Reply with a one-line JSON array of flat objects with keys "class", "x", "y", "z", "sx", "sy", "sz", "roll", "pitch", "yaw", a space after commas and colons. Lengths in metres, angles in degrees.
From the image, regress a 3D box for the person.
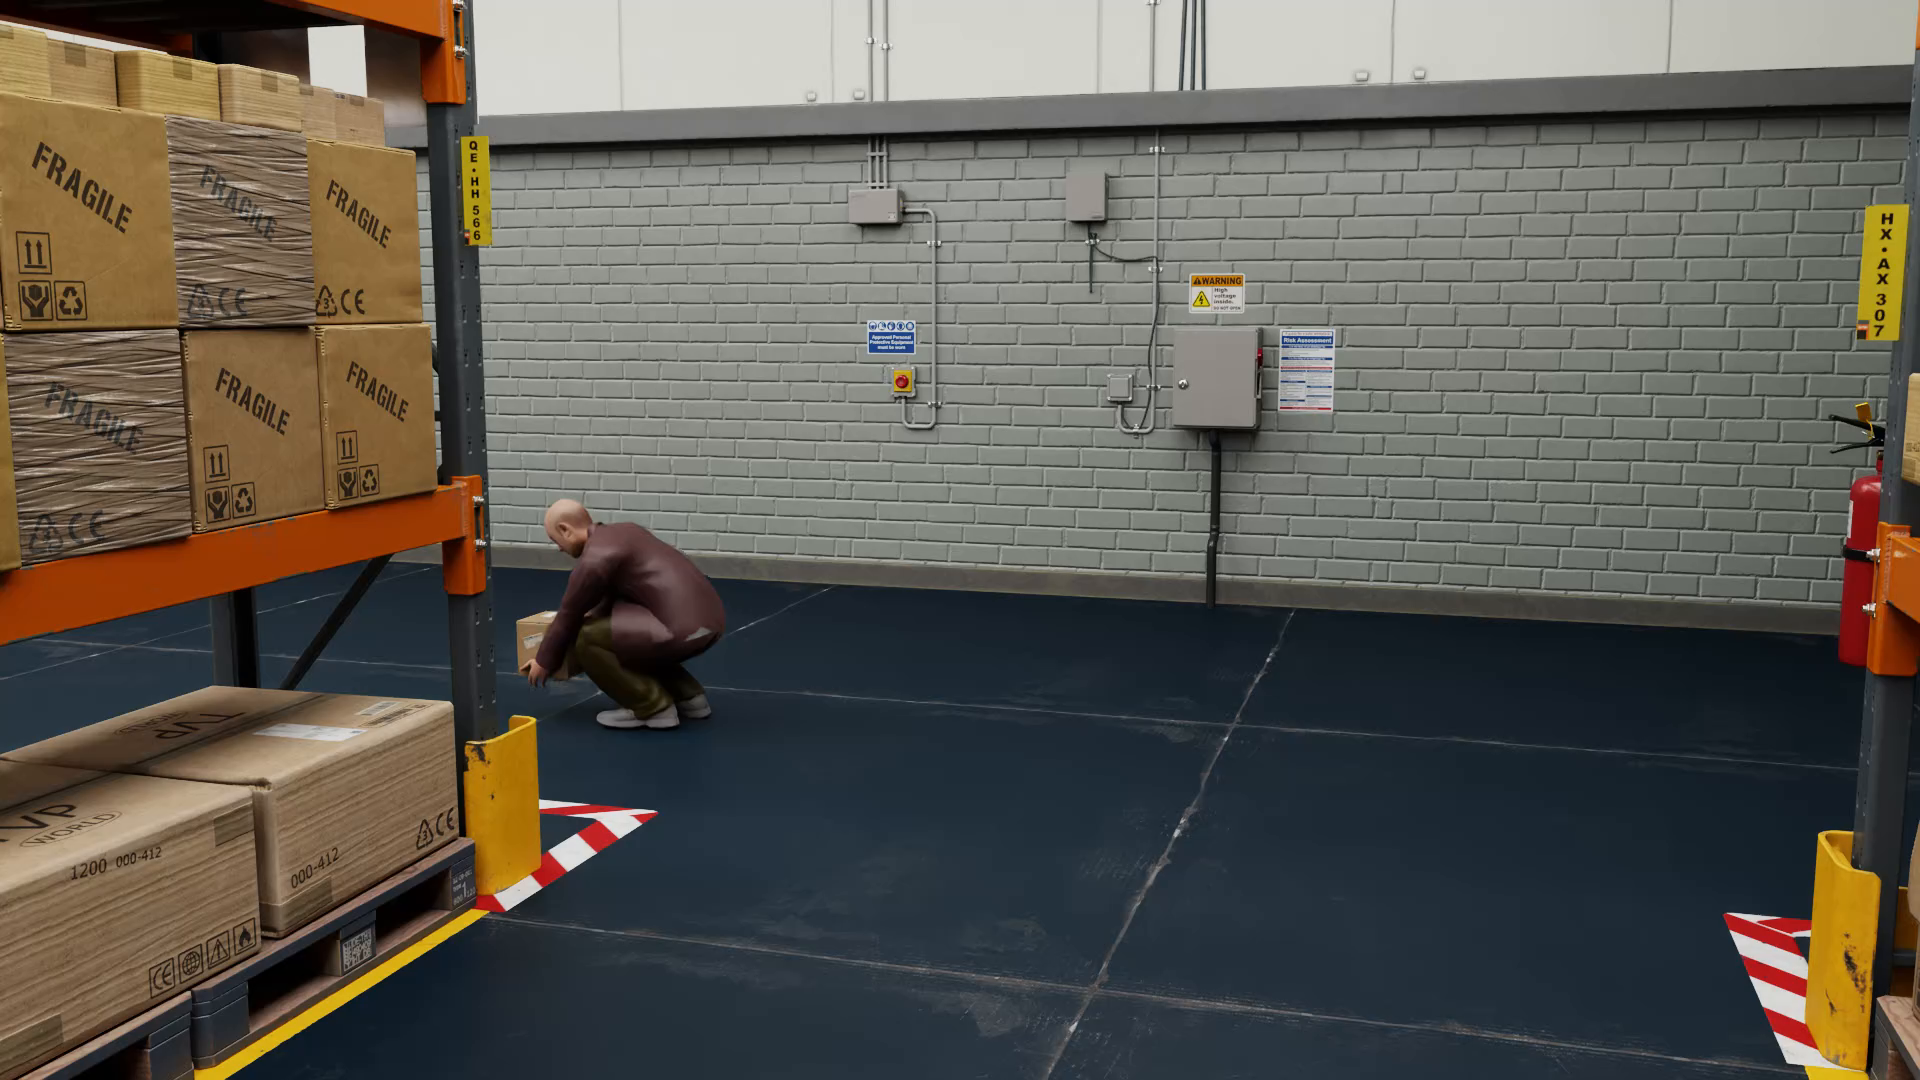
[{"class": "person", "x": -1.494, "y": 0.324, "z": 7.421, "sx": 0.917, "sy": 0.989, "sz": 0.584, "roll": 2, "pitch": 8, "yaw": 15}]
